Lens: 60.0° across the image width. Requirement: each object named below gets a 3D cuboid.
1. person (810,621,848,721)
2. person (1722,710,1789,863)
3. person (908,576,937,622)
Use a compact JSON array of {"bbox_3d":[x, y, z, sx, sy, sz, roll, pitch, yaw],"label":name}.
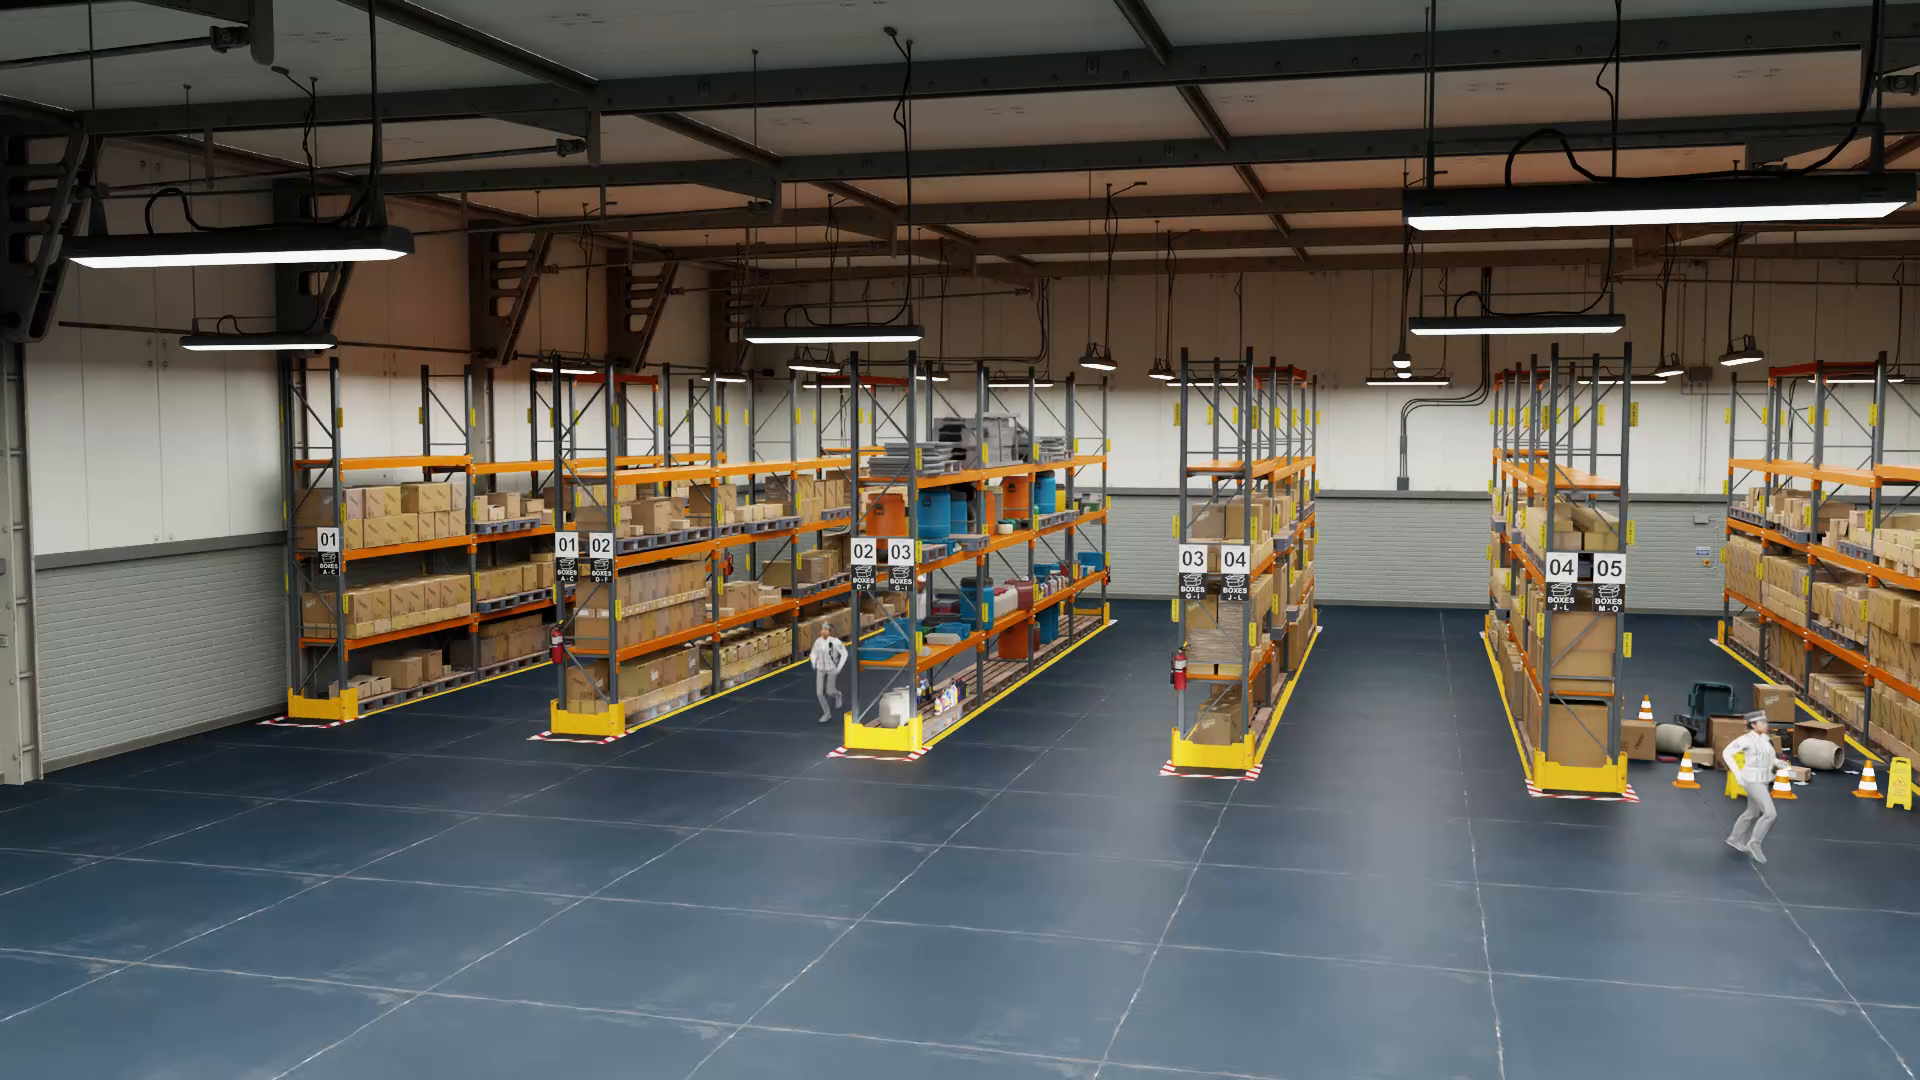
[{"bbox_3d":[-2.197,2.162,27.590,0.664,1.662,0.531,1,4,18],"label":"person"},{"bbox_3d":[9.039,2.779,18.857,0.581,1.734,0.700,-3,5,-37],"label":"person"},{"bbox_3d":[-0.779,1.615,34.456,0.684,1.757,0.791,1,4,16],"label":"person"}]
